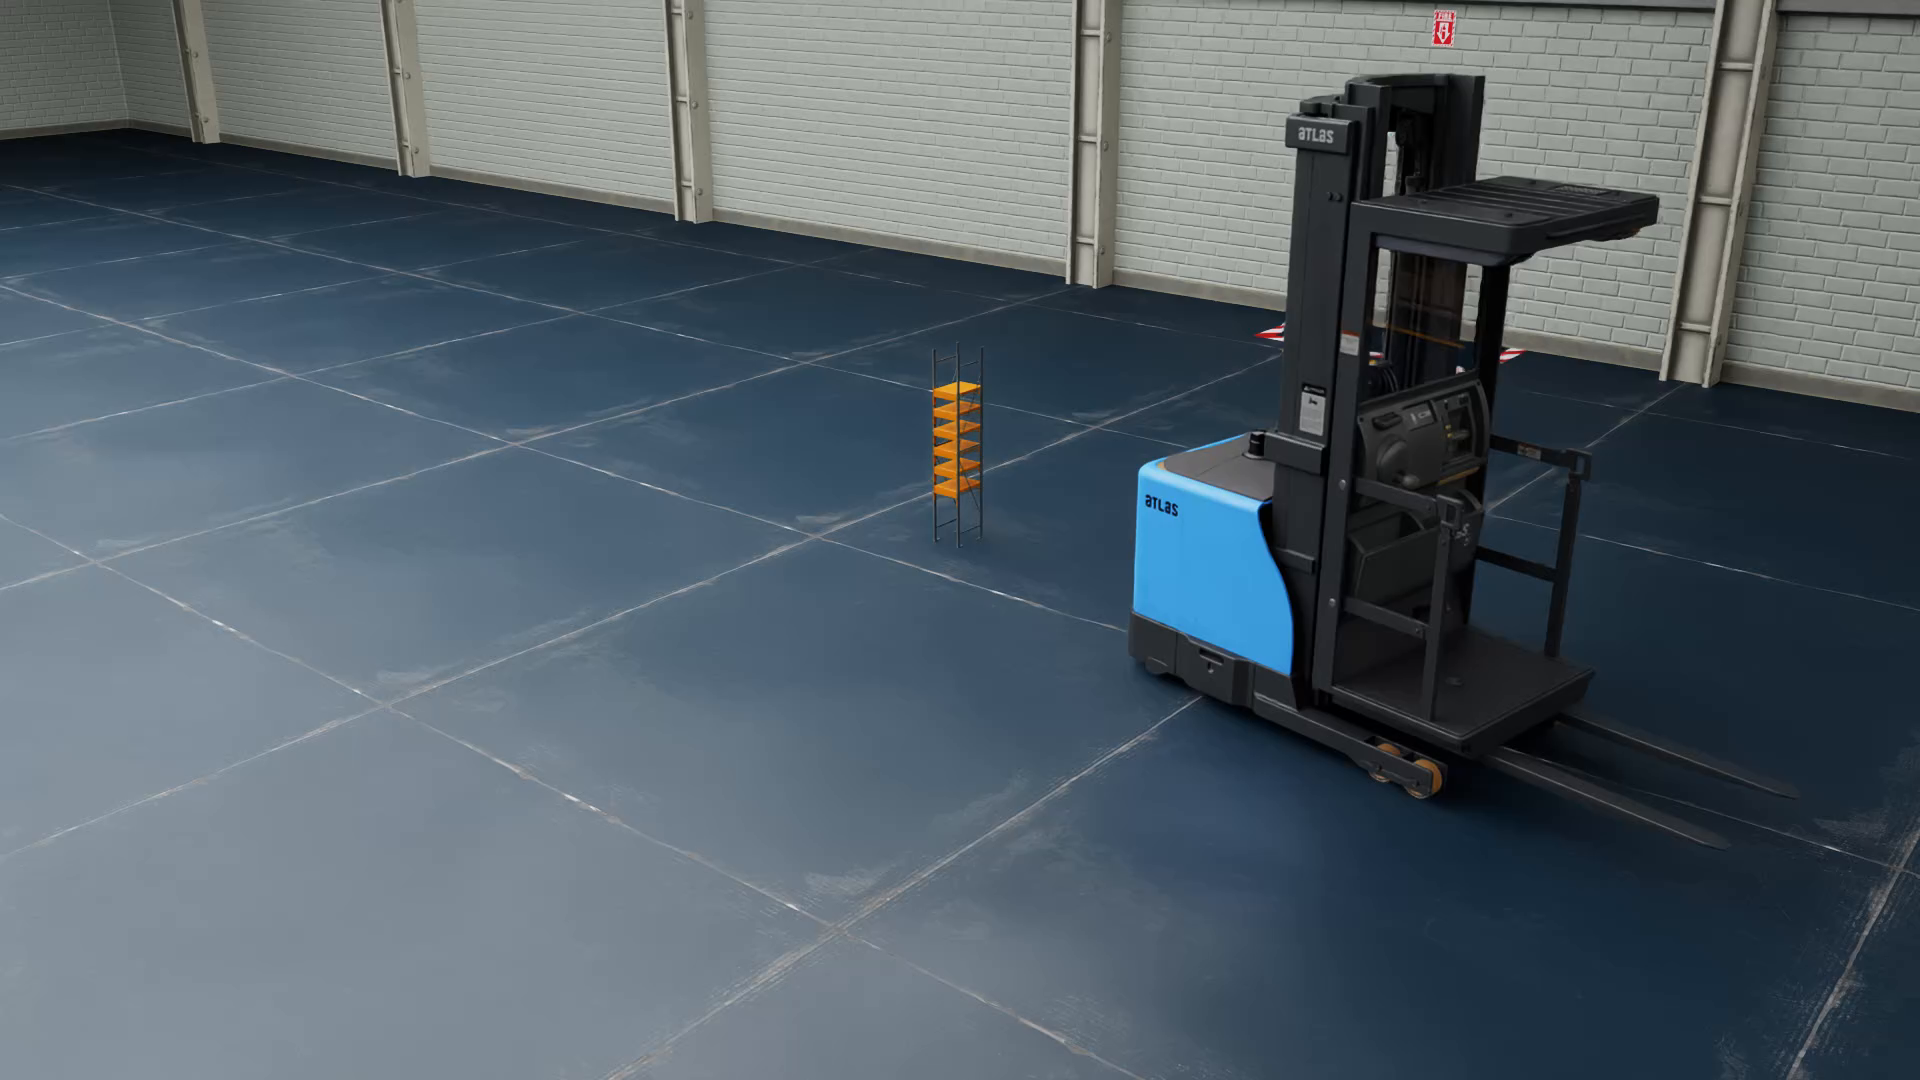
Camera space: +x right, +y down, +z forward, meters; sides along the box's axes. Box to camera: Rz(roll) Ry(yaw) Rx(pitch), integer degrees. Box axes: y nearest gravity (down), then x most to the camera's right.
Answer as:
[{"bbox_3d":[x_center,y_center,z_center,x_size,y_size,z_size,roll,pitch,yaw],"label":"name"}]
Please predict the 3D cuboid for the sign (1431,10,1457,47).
[{"bbox_3d":[4.155,-4.392,14.279,0.199,0.298,0.001,16,26,36],"label":"sign"}]

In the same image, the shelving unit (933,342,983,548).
[{"bbox_3d":[-0.011,-0.565,9.965,0.189,1.200,0.258,16,26,36],"label":"shelving unit"}]

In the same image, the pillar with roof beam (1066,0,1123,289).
[{"bbox_3d":[-1.382,-5.685,12.492,0.400,9.000,9.100,16,26,36],"label":"pillar with roof beam"}]

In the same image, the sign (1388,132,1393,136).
[{"bbox_3d":[3.733,-3.691,14.904,0.331,0.109,0.001,16,26,36],"label":"sign"}]

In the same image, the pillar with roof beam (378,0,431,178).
[{"bbox_3d":[-10.678,-8.363,19.591,0.400,9.000,9.100,16,26,36],"label":"pillar with roof beam"}]

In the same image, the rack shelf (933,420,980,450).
[{"bbox_3d":[-0.011,-0.635,9.938,0.180,0.103,0.258,16,26,36],"label":"rack shelf"}]

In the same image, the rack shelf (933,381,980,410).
[{"bbox_3d":[-0.011,-0.860,9.854,0.180,0.103,0.258,16,26,36],"label":"rack shelf"}]

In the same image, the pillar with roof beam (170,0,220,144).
[{"bbox_3d":[-15.327,-9.701,23.141,0.400,9.000,9.100,16,26,36],"label":"pillar with roof beam"}]

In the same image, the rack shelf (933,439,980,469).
[{"bbox_3d":[-0.011,-0.523,9.981,0.180,0.103,0.258,16,26,36],"label":"rack shelf"}]

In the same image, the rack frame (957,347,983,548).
[{"bbox_3d":[0.060,-0.544,9.911,0.006,1.200,0.240,16,26,36],"label":"rack frame"}]

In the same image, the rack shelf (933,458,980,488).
[{"bbox_3d":[-0.011,-0.411,10.023,0.180,0.103,0.258,16,26,36],"label":"rack shelf"}]

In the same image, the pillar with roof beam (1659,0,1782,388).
[{"bbox_3d":[3.267,-4.347,8.942,0.400,9.000,9.100,16,26,36],"label":"pillar with roof beam"}]

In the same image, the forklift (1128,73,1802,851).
[{"bbox_3d":[2.197,-0.453,7.216,1.130,2.935,3.031,-17,26,-38],"label":"forklift"}]

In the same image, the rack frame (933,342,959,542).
[{"bbox_3d":[-0.082,-0.585,10.019,0.006,1.200,0.240,16,26,36],"label":"rack frame"}]

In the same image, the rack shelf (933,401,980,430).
[{"bbox_3d":[-0.011,-0.748,9.896,0.180,0.103,0.258,16,26,36],"label":"rack shelf"}]

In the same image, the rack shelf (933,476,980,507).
[{"bbox_3d":[-0.011,-0.298,10.065,0.180,0.103,0.258,16,26,36],"label":"rack shelf"}]

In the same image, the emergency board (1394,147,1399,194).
[{"bbox_3d":[4.098,-3.278,14.611,0.643,1.169,0.194,16,26,36],"label":"emergency board"}]

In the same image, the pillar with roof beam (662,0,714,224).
[{"bbox_3d":[-6.030,-7.024,16.041,0.400,9.000,9.100,16,26,36],"label":"pillar with roof beam"}]
